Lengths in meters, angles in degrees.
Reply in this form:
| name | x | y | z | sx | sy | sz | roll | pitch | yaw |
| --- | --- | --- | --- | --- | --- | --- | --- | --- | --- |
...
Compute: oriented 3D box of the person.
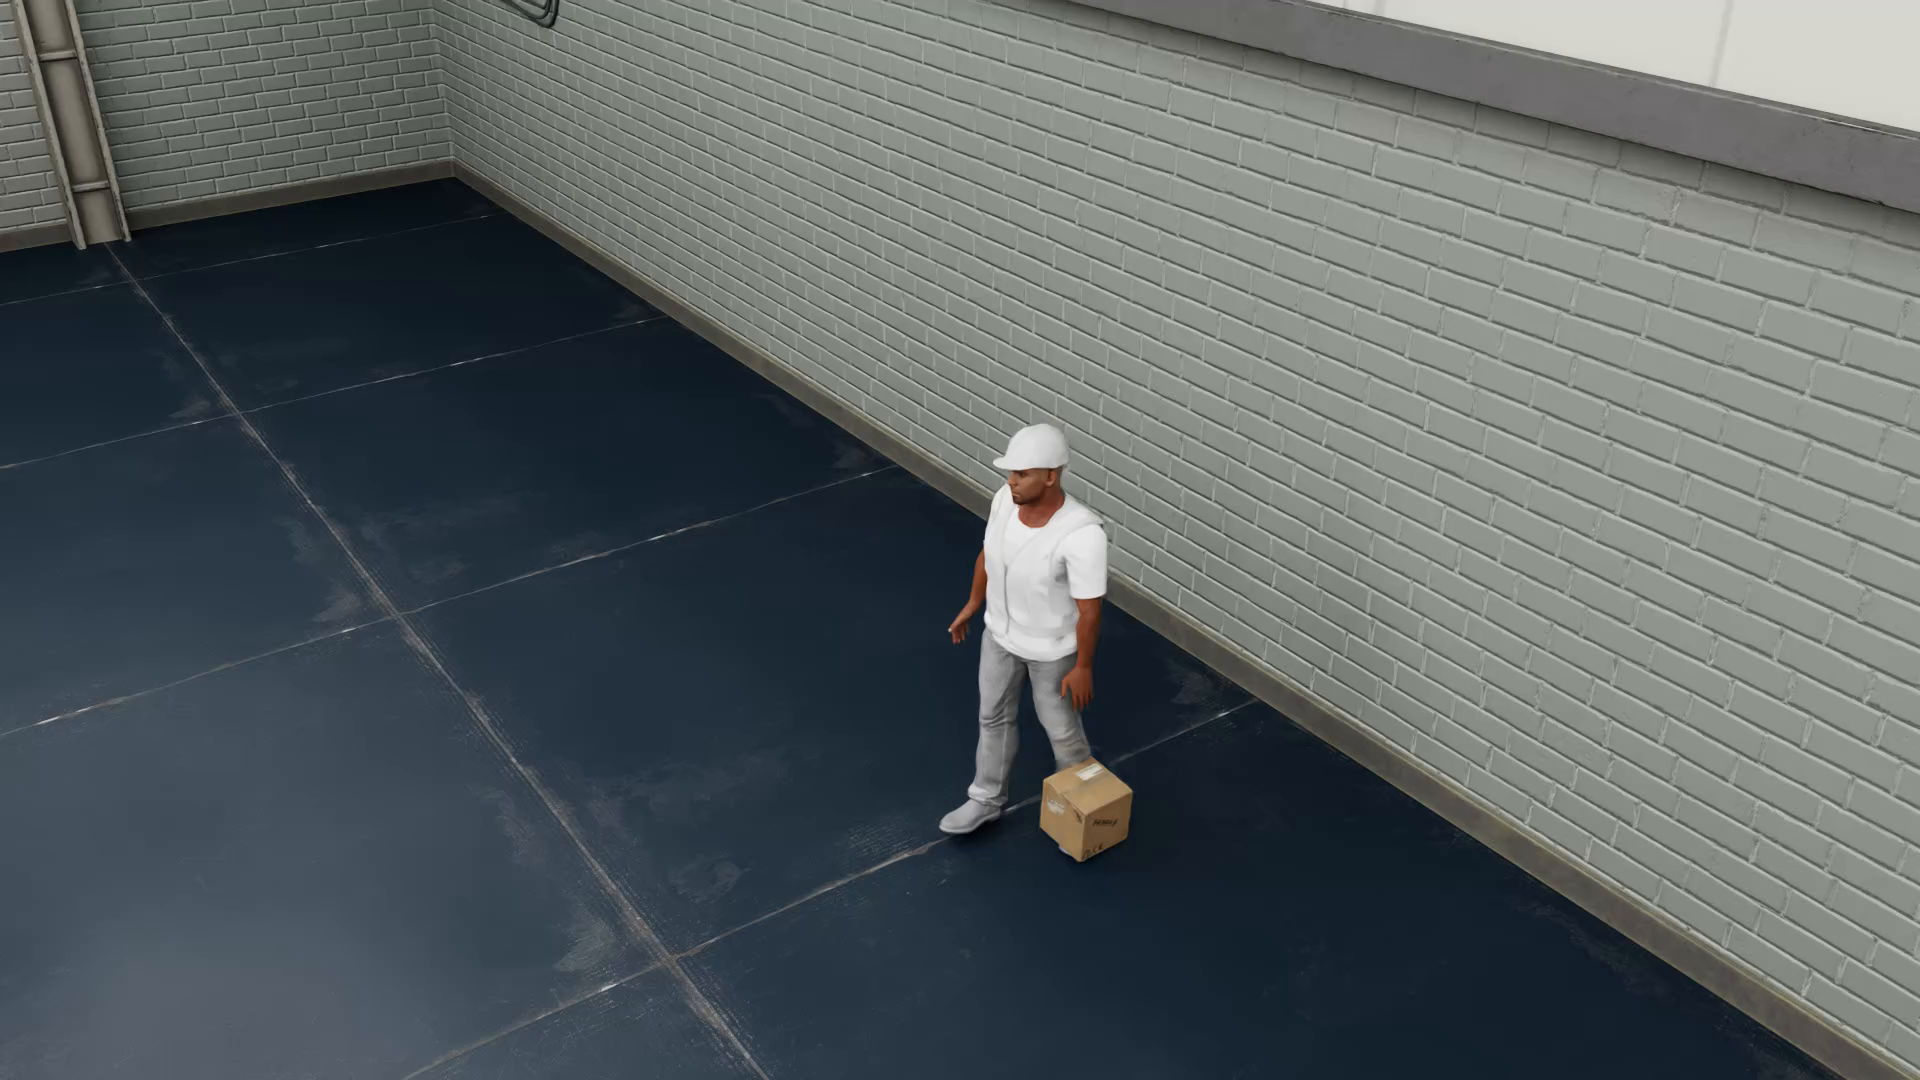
| name | x | y | z | sx | sy | sz | roll | pitch | yaw |
| --- | --- | --- | --- | --- | --- | --- | --- | --- | --- |
| person | 0.222 | 0.387 | 6.332 | 0.561 | 1.765 | 0.669 | -24 | 36 | -37 |
